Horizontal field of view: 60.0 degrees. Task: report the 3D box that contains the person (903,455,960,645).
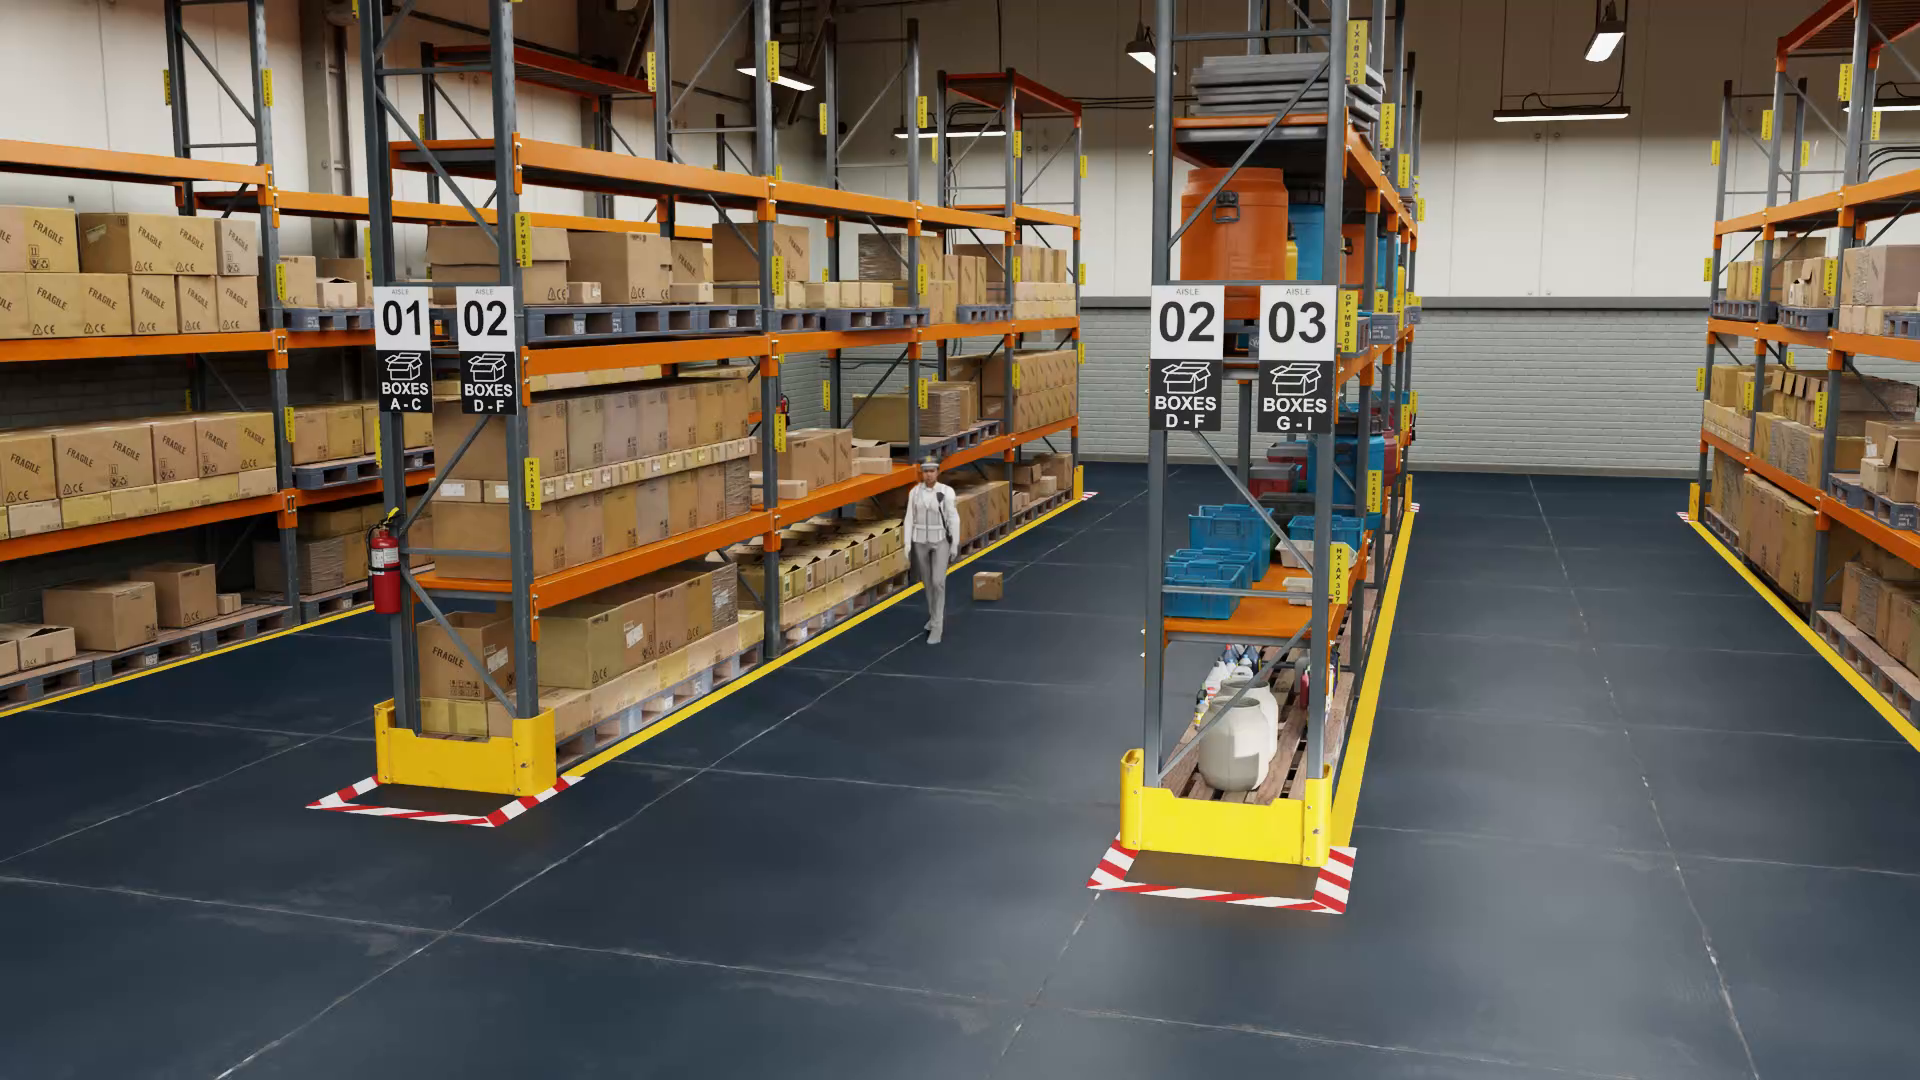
[{"bbox_3d":[-0.280,0.072,15.323,0.500,1.722,0.724,2,9,16],"label":"person"}]
